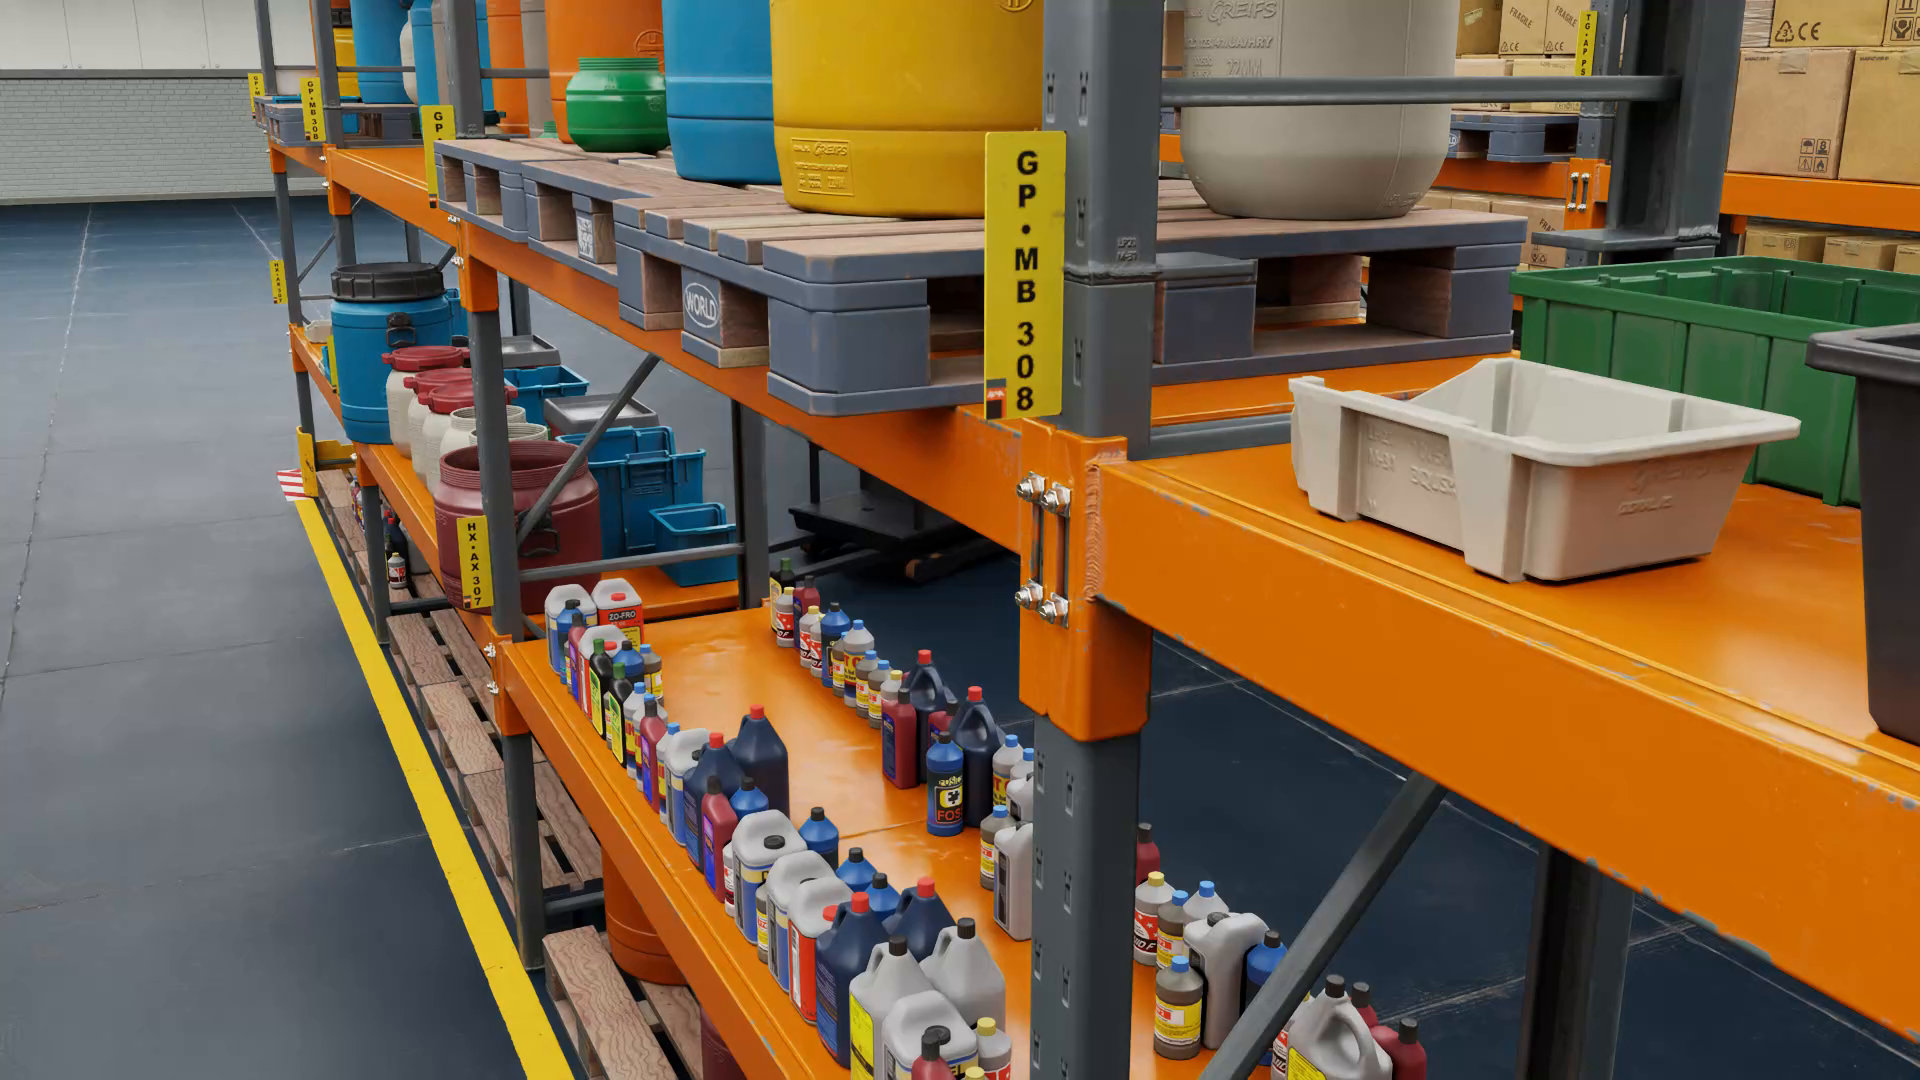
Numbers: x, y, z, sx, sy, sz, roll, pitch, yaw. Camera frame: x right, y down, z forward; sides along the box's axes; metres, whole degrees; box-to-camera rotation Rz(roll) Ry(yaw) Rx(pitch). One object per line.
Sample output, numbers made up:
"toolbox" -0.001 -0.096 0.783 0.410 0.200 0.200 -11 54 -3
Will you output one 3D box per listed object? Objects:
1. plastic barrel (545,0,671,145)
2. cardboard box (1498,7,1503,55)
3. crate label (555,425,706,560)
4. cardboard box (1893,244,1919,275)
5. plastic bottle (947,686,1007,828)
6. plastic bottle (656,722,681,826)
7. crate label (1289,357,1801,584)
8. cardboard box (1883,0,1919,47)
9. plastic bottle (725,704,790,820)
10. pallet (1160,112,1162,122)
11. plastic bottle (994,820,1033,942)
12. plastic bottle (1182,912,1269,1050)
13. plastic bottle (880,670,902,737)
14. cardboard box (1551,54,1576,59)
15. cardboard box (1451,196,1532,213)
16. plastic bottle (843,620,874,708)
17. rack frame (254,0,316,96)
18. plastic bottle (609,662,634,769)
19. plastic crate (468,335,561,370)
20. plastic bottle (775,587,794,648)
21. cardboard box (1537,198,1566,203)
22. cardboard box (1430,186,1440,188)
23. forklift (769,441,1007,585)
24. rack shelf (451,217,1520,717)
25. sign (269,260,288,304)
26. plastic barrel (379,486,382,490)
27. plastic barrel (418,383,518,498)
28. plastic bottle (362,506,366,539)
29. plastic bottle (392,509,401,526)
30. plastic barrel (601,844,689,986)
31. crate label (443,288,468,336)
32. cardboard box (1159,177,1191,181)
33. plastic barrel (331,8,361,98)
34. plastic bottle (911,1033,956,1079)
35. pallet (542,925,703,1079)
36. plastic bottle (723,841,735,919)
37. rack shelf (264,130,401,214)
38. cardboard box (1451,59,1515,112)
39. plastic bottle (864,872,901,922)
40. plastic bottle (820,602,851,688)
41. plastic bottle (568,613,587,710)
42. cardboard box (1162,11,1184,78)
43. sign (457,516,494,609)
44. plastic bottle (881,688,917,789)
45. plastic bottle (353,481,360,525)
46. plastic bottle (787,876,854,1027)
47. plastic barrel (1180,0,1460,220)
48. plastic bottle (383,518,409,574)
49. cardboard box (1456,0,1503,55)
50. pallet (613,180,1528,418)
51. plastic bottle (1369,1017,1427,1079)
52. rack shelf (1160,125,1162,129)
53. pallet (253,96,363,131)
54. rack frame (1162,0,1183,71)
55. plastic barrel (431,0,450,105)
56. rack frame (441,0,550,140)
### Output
"plastic barrel" -0.937 -1.621 4.982 0.600 0.830 0.708 -8 18 -25
"cardboard box" 4.891 -4.863 15.792 0.500 0.500 0.500 -6 17 -21
"crate label" -1.375 -0.208 6.972 0.502 0.435 0.616 -8 18 -25
"cardboard box" 6.942 -1.790 11.571 0.700 0.500 0.500 -8 18 -25
"plastic bottle" 0.050 0.568 4.424 0.144 0.351 0.185 -8 18 -25
"plastic bottle" -0.752 0.615 4.403 0.097 0.271 0.097 0 16 0
"crate label" 0.524 -0.079 1.627 0.293 0.136 0.466 -8 18 -25
"cardboard box" 3.903 -2.118 6.261 0.500 0.500 0.500 -8 18 -25
"plastic bottle" -0.532 0.591 4.344 0.144 0.351 0.185 -8 18 -25
"pallet" 1.122 -3.109 11.868 1.003 0.211 1.213 -8 18 -25
"plastic bottle" 0.167 0.768 3.862 0.152 0.276 0.135 -8 18 -25
"plastic bottle" 0.549 0.888 3.442 0.152 0.276 0.135 -8 18 -25
"plastic bottle" -0.189 0.490 4.967 0.097 0.201 0.097 0 16 0
"cardboard box" 5.317 -3.822 13.977 0.500 0.500 0.500 -9 18 -30
"cardboard box" 4.822 -2.857 15.143 0.500 0.500 0.500 -7 17 -23
"plastic bottle" -0.317 0.384 5.209 0.097 0.271 0.097 0 16 0
"rack frame" -4.688 -4.779 12.090 1.000 3.000 0.127 -8 18 -25
"plastic bottle" -0.963 0.501 4.777 0.061 0.283 0.133 -8 18 -25
"plastic crate" -2.448 -0.851 9.163 0.402 0.464 0.583 -8 18 -25
"plastic bottle" -0.588 0.263 5.755 0.097 0.201 0.097 0 16 0
"cardboard box" 5.515 -2.793 14.923 0.500 0.500 0.500 -7 17 -23
"cardboard box" 4.615 -3.299 16.686 0.500 0.500 0.500 -8 18 -26
"forklift" -0.446 -1.277 10.888 1.130 2.935 3.031 14 21 41
"rack shelf" -0.307 -0.512 3.962 1.077 0.370 4.000 -8 18 -25
"sign" -5.184 -1.963 12.651 0.100 0.325 0.005 -8 18 -25
"plastic barrel" -4.111 -0.623 12.233 0.421 0.512 0.421 0 16 0
"plastic barrel" -2.203 -0.416 7.515 0.433 0.535 0.433 0 16 0
"plastic bottle" -3.891 -0.148 10.977 0.097 0.271 0.097 0 16 0
"plastic bottle" -3.621 -0.081 10.720 0.061 0.283 0.133 -8 18 -25
"plastic barrel" -0.954 1.049 5.831 0.600 0.830 0.708 -8 18 -25
"crate label" -3.638 -1.489 11.436 0.502 0.435 0.616 -8 18 -25
"cardboard box" 1.319 -2.282 11.732 0.700 0.500 0.500 -8 18 -25
"plastic barrel" -4.074 -3.362 11.488 0.600 0.588 0.600 0 16 0
"plastic bottle" -0.036 1.026 2.950 0.061 0.283 0.133 -8 18 -25
"pallet" -0.800 1.619 5.726 1.003 0.211 1.213 -8 18 -25
"plastic bottle" -0.511 0.785 3.937 0.097 0.201 0.097 0 16 0
"rack shelf" -3.812 -2.495 10.875 1.077 0.370 4.000 -8 18 -25
"cardboard box" 2.776 -2.314 8.450 0.500 0.250 0.500 -7 17 -23
"plastic bottle" -0.171 0.848 3.591 0.097 0.271 0.097 0 16 0
"plastic bottle" -0.402 0.335 5.378 0.097 0.271 0.097 0 16 0
"plastic bottle" -1.181 0.378 5.208 0.061 0.283 0.133 -8 18 -25
"cardboard box" 1.535 -3.417 11.585 0.500 0.500 0.500 -6 17 -20
"sign" -1.675 0.078 5.745 0.100 0.325 0.005 -8 18 -25
"plastic bottle" -0.170 0.540 4.643 0.061 0.283 0.133 -8 18 -25
"plastic bottle" -4.091 -0.256 11.330 0.061 0.283 0.133 -7 18 -24
"plastic bottle" -0.275 0.866 3.522 0.152 0.276 0.135 -8 18 -25
"plastic barrel" 0.564 -0.790 2.619 0.433 0.535 0.433 0 16 0
"plastic bottle" -3.477 0.033 10.201 0.144 0.351 0.185 -8 18 -26
"cardboard box" 4.577 -4.692 15.193 0.500 0.500 0.500 -7 17 -23
"pallet" 0.138 -0.453 2.797 1.213 0.211 1.003 -8 18 -25
"plastic bottle" 0.792 0.994 3.061 0.061 0.283 0.133 -8 18 -25
"rack shelf" 0.643 -3.093 12.957 1.077 0.370 4.000 -8 18 -25
"pallet" -4.413 -3.029 11.774 1.003 0.211 1.213 -8 18 -25
"rack frame" 1.519 -4.385 10.716 1.000 3.000 0.127 -8 18 -25
"plastic barrel" -2.231 -2.324 8.065 0.600 0.901 0.600 0 16 0
"rack frame" -1.183 -2.795 5.177 1.000 3.000 0.127 -8 18 -25
